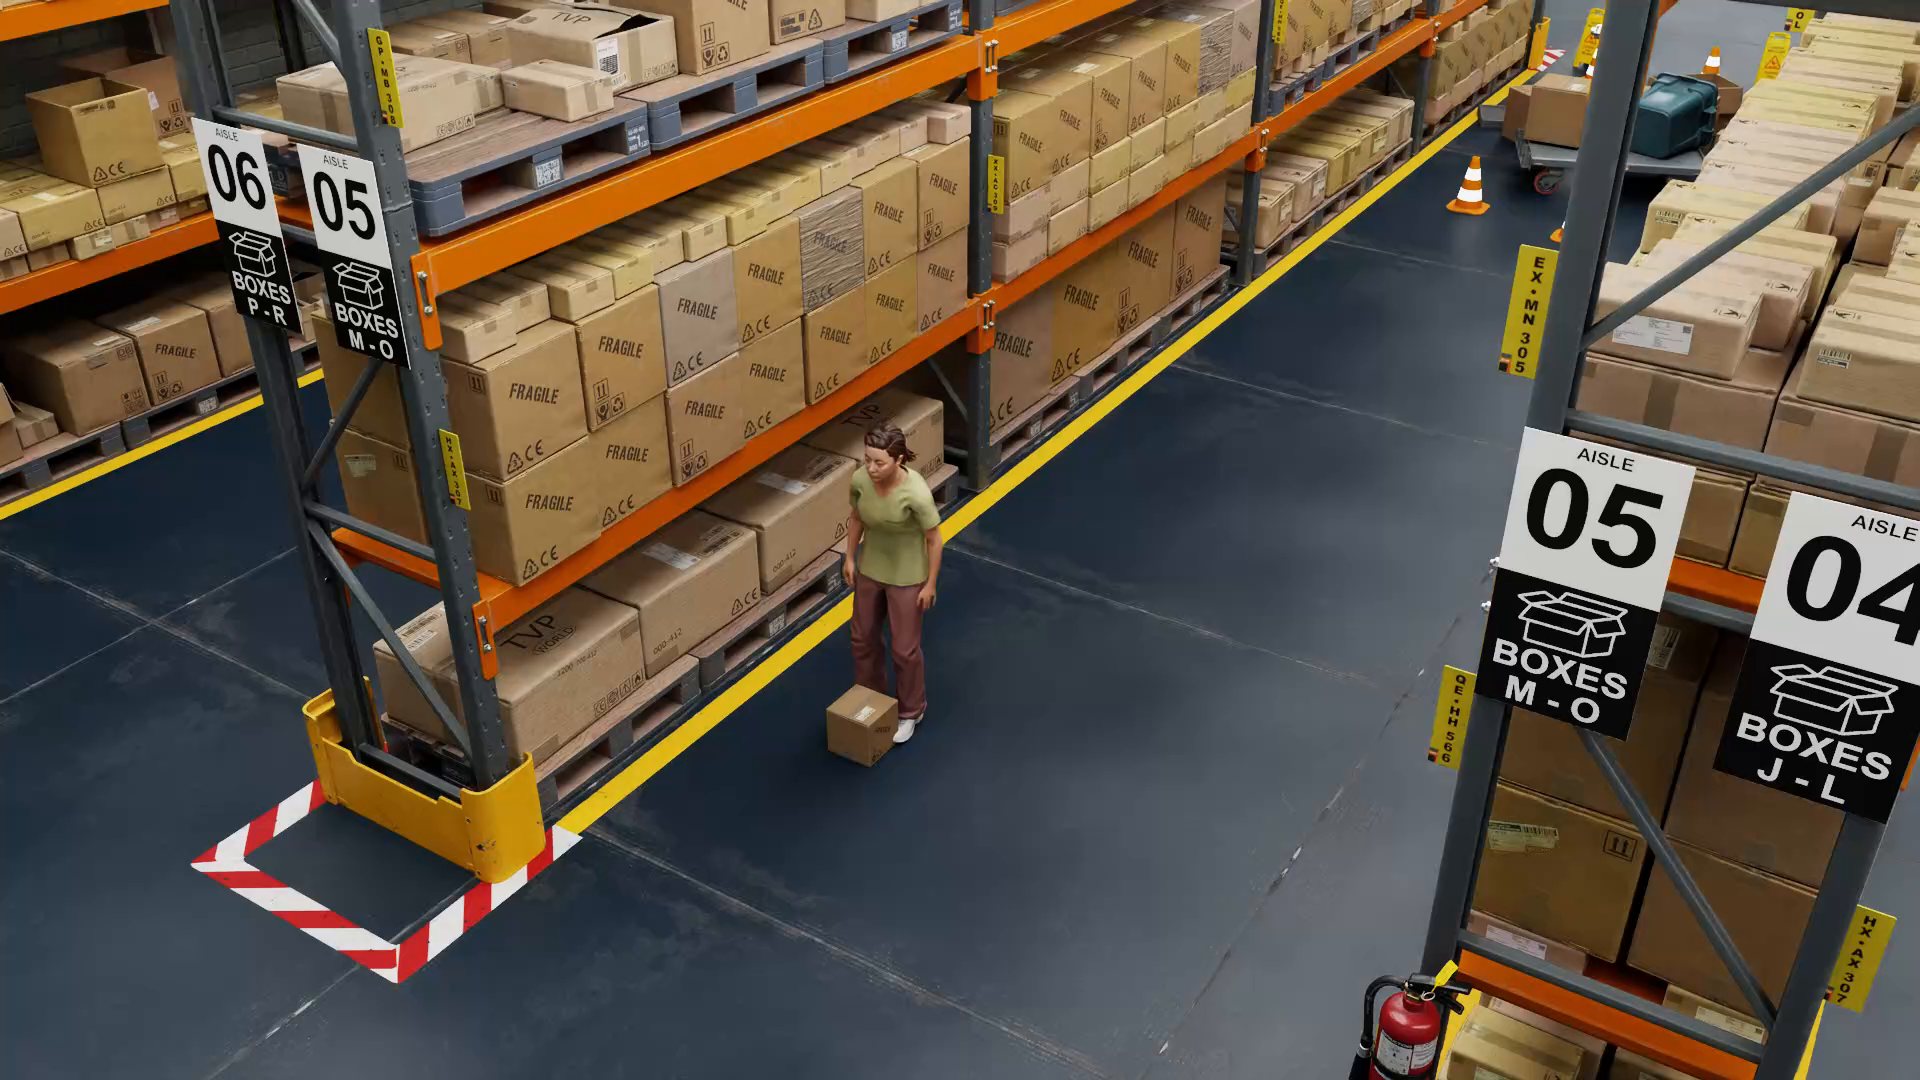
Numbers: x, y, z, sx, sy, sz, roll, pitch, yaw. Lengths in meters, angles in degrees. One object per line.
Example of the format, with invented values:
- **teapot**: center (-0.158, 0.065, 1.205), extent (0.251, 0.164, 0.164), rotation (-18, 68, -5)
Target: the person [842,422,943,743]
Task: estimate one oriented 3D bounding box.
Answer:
- **person**: center (-0.336, 0.182, 7.876), extent (0.519, 1.673, 0.356), rotation (17, 35, 26)
